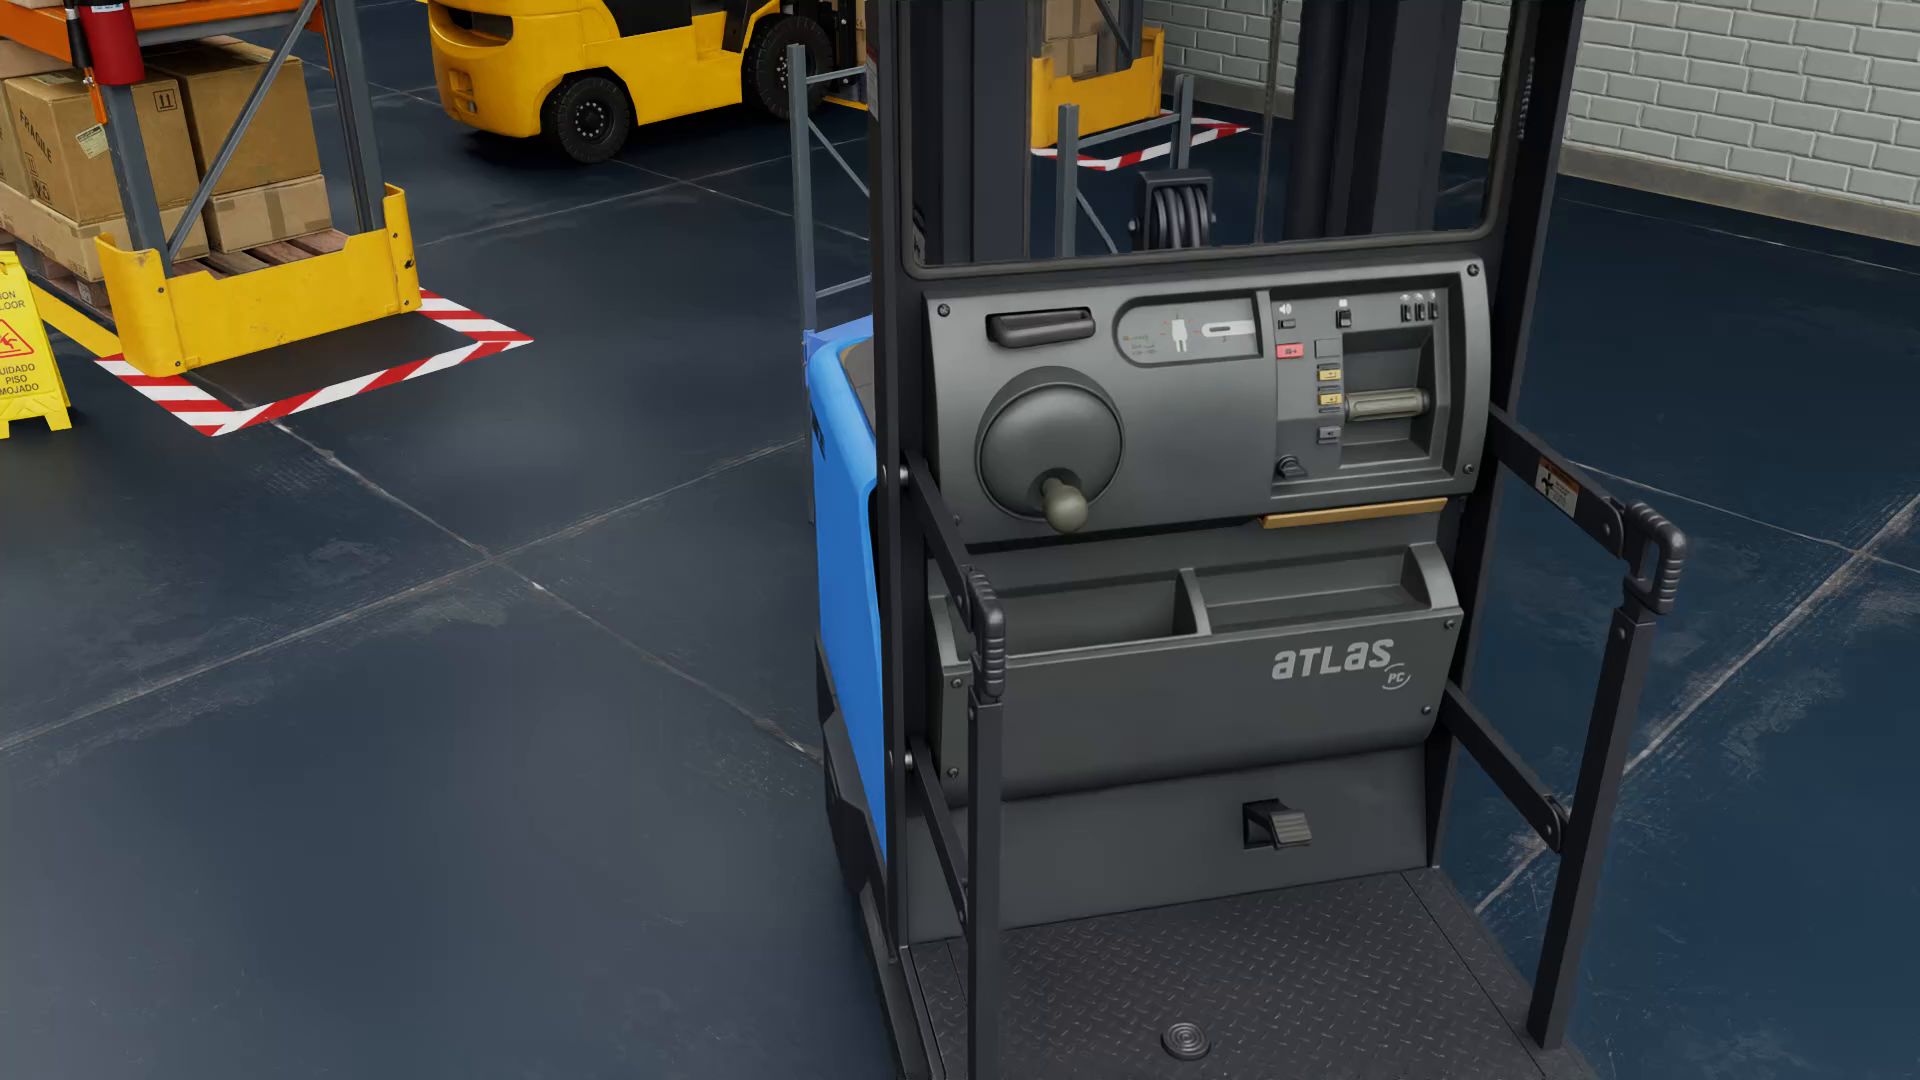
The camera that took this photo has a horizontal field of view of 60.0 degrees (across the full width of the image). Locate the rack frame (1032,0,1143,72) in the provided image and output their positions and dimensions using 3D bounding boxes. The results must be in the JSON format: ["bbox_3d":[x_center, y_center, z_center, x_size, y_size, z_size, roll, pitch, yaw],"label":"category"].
[{"bbox_3d":[0.707,-3.819,9.290,0.127,3.000,1.000,25,36,38],"label":"rack frame"}]

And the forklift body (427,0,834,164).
[{"bbox_3d":[-1.924,-3.457,9.513,1.214,2.155,2.313,25,36,38],"label":"forklift body"}]

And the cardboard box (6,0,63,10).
[{"bbox_3d":[-3.445,-2.156,6.398,0.250,0.149,0.380,24,36,38],"label":"cardboard box"}]

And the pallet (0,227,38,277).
[{"bbox_3d":[-4.245,-1.636,8.135,1.213,0.211,1.003,25,36,38],"label":"pallet"}]

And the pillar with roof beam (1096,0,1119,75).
[{"bbox_3d":[-2.176,-5.572,6.178,0.400,9.000,9.100,25,36,38],"label":"pillar with roof beam"}]

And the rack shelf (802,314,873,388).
[{"bbox_3d":[0.061,-0.477,4.932,1.000,0.185,0.538,25,36,38],"label":"rack shelf"}]

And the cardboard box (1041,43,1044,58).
[{"bbox_3d":[0.151,-2.836,9.925,0.500,0.250,0.500,25,37,39],"label":"cardboard box"}]

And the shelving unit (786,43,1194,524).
[{"bbox_3d":[0.061,-0.636,4.848,1.048,1.500,0.538,25,36,38],"label":"shelving unit"}]

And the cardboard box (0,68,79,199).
[{"bbox_3d":[-3.899,-1.815,7.177,0.500,0.500,0.500,-24,36,-37],"label":"cardboard box"}]

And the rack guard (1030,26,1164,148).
[{"bbox_3d":[0.724,-2.705,9.857,0.348,0.500,1.175,25,36,38],"label":"rack guard"}]

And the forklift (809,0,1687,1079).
[{"bbox_3d":[0.458,-0.194,2.470,1.130,2.935,3.031,-6,28,-11],"label":"forklift"}]

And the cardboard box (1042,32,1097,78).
[{"bbox_3d":[0.494,-3.013,10.261,0.500,0.250,0.500,25,37,39],"label":"cardboard box"}]

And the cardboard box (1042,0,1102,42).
[{"bbox_3d":[0.518,-3.232,10.139,0.500,0.250,0.500,-25,36,-38],"label":"cardboard box"}]

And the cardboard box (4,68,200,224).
[{"bbox_3d":[-3.524,-1.646,6.855,0.500,0.500,0.500,25,37,39],"label":"cardboard box"}]

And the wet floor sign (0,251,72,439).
[{"bbox_3d":[-3.385,-0.712,5.910,0.267,0.644,0.232,-13,30,-22],"label":"wet floor sign"}]

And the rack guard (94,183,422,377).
[{"bbox_3d":[-2.824,-1.089,6.784,0.348,0.500,1.175,25,36,38],"label":"rack guard"}]

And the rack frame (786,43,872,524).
[{"bbox_3d":[-0.302,-0.802,5.163,0.032,1.500,0.500,25,36,38],"label":"rack frame"}]

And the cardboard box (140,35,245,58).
[{"bbox_3d":[-3.545,-2.003,7.534,0.500,0.500,0.500,23,35,37],"label":"cardboard box"}]

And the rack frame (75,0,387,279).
[{"bbox_3d":[-2.770,-2.171,6.155,0.127,3.000,1.000,25,36,38],"label":"rack frame"}]

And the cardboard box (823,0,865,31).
[{"bbox_3d":[-0.592,-3.393,10.446,0.500,0.250,0.500,24,36,37],"label":"cardboard box"}]

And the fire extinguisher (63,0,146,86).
[{"bbox_3d":[-3.012,-1.946,5.811,0.183,0.674,0.296,25,36,38],"label":"fire extinguisher"}]

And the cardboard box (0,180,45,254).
[{"bbox_3d":[-3.899,-1.486,7.356,0.500,0.250,0.500,25,37,39],"label":"cardboard box"}]

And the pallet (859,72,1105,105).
[{"bbox_3d":[0.133,-2.821,10.387,1.213,0.211,1.003,25,36,38],"label":"pallet"}]

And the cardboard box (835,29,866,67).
[{"bbox_3d":[-0.548,-3.168,10.555,0.500,0.250,0.500,-25,37,-39],"label":"cardboard box"}]

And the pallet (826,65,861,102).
[{"bbox_3d":[-0.733,-3.219,11.144,1.213,0.211,1.003,25,36,38],"label":"pallet"}]

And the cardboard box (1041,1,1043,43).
[{"bbox_3d":[0.141,-3.064,9.821,0.500,0.250,0.500,24,36,38],"label":"cardboard box"}]

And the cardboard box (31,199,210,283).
[{"bbox_3d":[-3.552,-1.322,7.044,0.500,0.250,0.500,24,36,38],"label":"cardboard box"}]

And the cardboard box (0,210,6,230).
[{"bbox_3d":[-4.276,-1.655,7.677,0.500,0.250,0.500,23,35,37],"label":"cardboard box"}]

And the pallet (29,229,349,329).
[{"bbox_3d":[-3.379,-1.238,7.378,1.213,0.211,1.003,25,36,38],"label":"pallet"}]

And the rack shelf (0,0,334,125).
[{"bbox_3d":[-4.196,-2.505,7.564,4.000,0.370,1.077,25,36,38],"label":"rack shelf"}]

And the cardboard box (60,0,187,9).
[{"bbox_3d":[-3.187,-2.111,6.311,0.380,0.149,0.250,-24,36,-38],"label":"cardboard box"}]

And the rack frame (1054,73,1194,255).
[{"bbox_3d":[0.423,-0.470,4.533,0.032,1.500,0.500,25,36,38],"label":"rack frame"}]

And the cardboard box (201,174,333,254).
[{"bbox_3d":[-3.151,-1.495,7.372,0.500,0.250,0.500,24,36,38],"label":"cardboard box"}]

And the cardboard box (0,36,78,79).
[{"bbox_3d":[-3.833,-2.031,6.890,0.380,0.149,0.250,-24,36,-38],"label":"cardboard box"}]

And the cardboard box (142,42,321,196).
[{"bbox_3d":[-3.169,-1.834,7.212,0.500,0.500,0.500,23,36,37],"label":"cardboard box"}]
